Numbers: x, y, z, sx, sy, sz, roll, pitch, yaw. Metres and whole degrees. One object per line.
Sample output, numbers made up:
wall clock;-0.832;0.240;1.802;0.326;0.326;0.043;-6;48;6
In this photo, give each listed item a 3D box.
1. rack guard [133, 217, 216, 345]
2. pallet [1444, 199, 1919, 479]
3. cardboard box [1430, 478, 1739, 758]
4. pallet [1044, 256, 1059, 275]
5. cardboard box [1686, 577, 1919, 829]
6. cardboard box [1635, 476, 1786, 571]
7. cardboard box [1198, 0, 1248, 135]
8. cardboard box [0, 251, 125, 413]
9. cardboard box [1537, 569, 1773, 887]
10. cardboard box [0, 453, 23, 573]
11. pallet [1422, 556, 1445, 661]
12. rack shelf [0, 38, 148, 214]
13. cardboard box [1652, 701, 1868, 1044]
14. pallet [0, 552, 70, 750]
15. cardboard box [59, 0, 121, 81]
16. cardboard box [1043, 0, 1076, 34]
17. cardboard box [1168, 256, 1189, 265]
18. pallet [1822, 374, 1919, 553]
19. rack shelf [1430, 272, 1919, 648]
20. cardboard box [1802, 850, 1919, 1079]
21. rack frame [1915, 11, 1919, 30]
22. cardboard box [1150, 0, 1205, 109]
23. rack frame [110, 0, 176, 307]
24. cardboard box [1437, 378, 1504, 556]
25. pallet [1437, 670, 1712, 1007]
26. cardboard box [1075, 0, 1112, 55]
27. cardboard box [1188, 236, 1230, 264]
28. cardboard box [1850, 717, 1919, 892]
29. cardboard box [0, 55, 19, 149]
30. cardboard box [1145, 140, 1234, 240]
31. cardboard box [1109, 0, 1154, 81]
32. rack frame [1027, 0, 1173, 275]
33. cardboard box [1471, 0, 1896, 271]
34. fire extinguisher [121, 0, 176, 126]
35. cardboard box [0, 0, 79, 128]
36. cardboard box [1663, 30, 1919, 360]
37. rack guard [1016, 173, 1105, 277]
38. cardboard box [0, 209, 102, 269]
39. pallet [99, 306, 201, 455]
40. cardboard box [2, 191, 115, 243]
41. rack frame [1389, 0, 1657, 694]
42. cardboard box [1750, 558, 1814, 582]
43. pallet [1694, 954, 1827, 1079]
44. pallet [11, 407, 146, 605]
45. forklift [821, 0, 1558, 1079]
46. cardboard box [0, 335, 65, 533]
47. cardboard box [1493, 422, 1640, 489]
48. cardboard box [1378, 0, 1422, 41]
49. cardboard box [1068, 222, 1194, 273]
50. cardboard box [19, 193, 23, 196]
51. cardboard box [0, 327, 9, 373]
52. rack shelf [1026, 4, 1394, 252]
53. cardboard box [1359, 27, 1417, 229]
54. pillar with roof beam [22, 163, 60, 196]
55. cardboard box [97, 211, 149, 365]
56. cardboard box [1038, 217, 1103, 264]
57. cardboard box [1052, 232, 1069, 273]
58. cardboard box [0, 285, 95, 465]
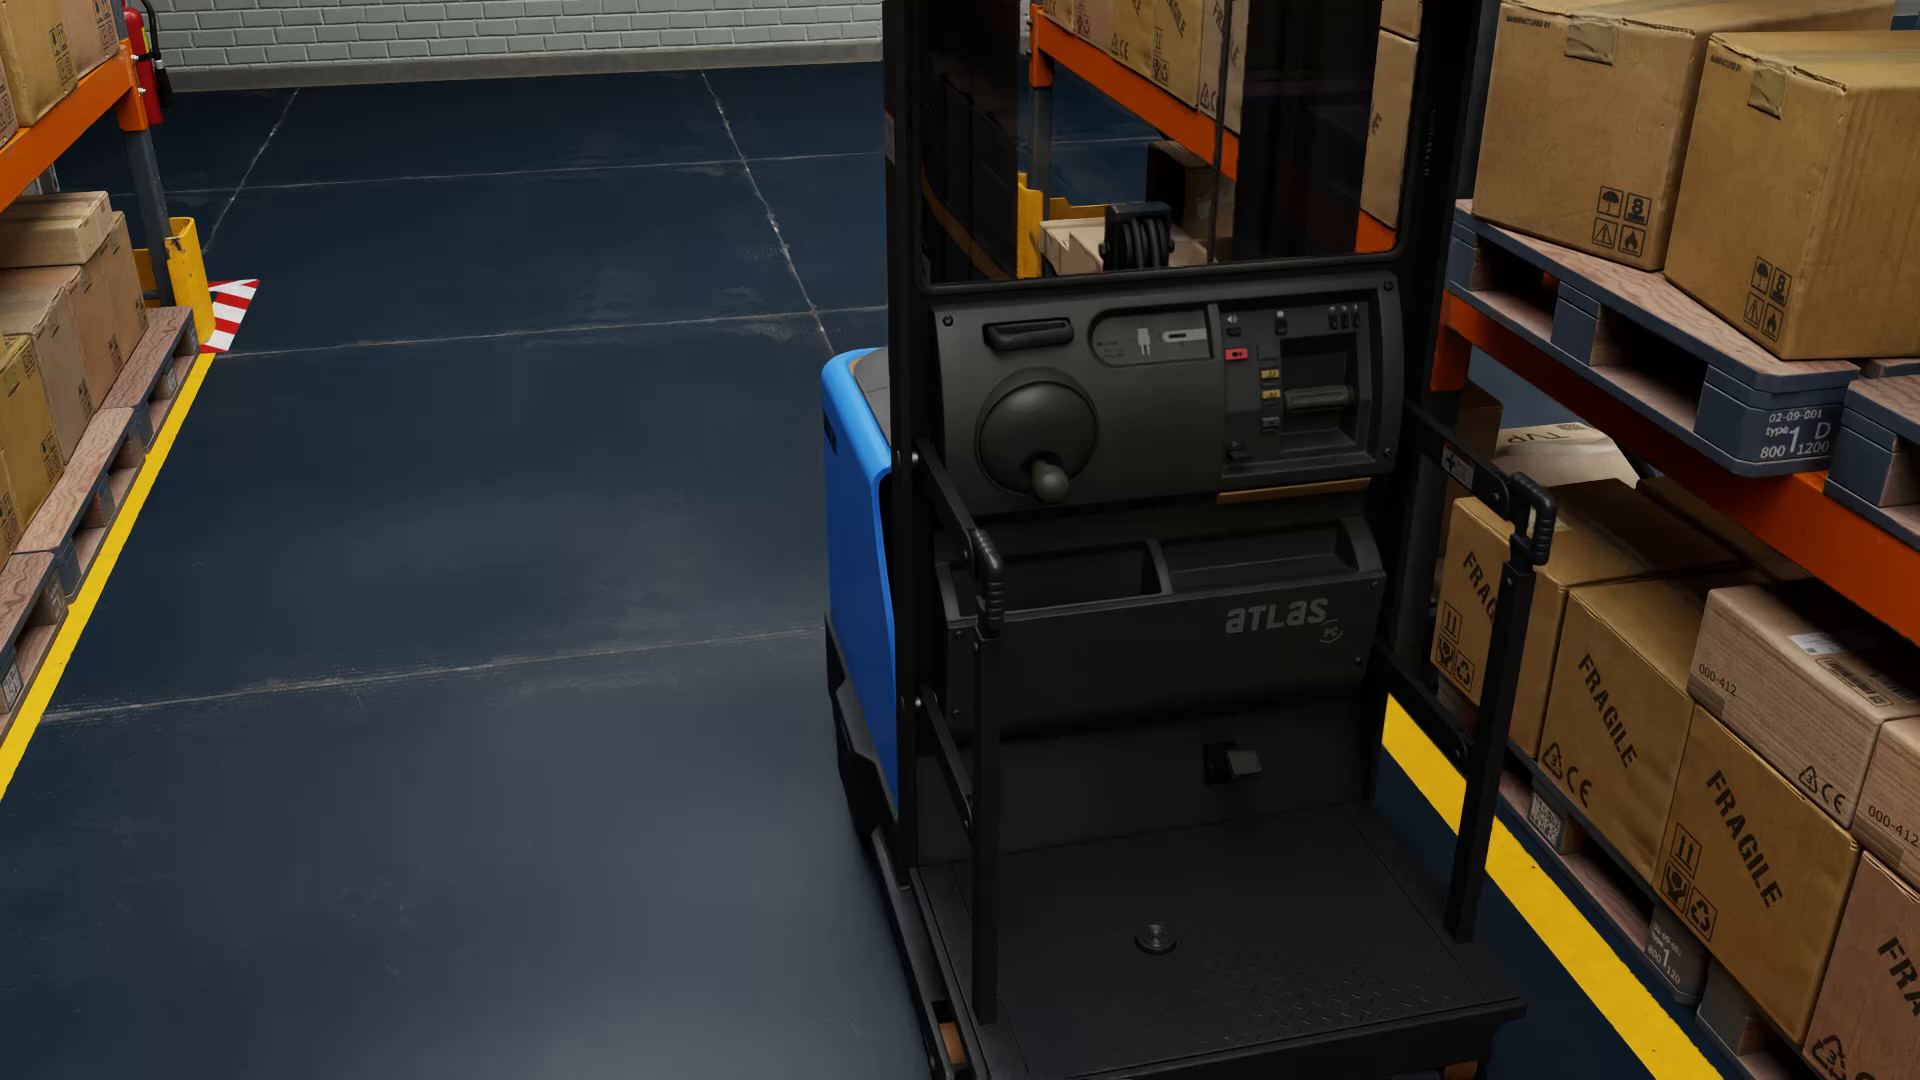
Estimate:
rack guard;-4.001;-1.113;7.400;1.175;0.500;0.348;-6;27;-12
pallet;1.805;-0.519;3.662;1.003;0.211;1.213;-6;27;-12
cardboard box;1.603;0.190;4.331;0.500;0.500;0.500;-7;28;-14
pallet;1.028;-1.094;7.684;1.003;0.211;1.213;-6;27;-12
cardboard box;1.828;0.294;3.292;0.500;0.250;0.500;-6;27;-11
cardboard box;2.122;0.140;4.429;0.500;0.500;0.500;-6;27;-12
cardboard box;1.133;-1.656;5.591;0.500;0.500;0.500;-5;27;-10
cardboard box;-3.628;-0.773;6.260;0.700;0.500;0.500;-6;27;-12
cardboard box;1.734;0.423;3.869;0.500;0.500;0.500;-6;27;-11
cardboard box;-3.273;-0.093;4.914;0.700;0.500;0.500;-6;27;-12
pallet;1.577;-0.023;5.562;1.003;0.211;1.213;-6;27;-12
rack shelf;-3.545;-1.019;5.238;1.077;0.370;4.000;-6;27;-12
cardboard box;1.839;0.643;3.433;0.500;0.500;0.500;-6;27;-11
pallet;-3.189;0.441;4.642;1.003;0.211;1.213;-6;27;-12
cardboard box;-3.871;-2.129;6.306;0.980;0.700;0.700;-5;27;-9
cardboard box;0.673;-2.546;7.354;0.500;0.500;0.500;-5;27;-11
cardboard box;0.901;-0.985;6.936;0.500;0.250;0.500;-6;27;-12
pallet;2.190;0.022;2.591;1.003;0.211;1.213;-6;27;-12
rack shelf;2.182;0.233;2.759;1.077;0.370;4.000;-6;27;-12
cardboard box;1.953;0.865;2.993;0.500;0.500;0.500;-7;28;-14
rack frame;5.657;-3.224;8.809;1.000;3.000;0.127;-6;27;-12
cardboard box;1.016;-1.880;6.034;0.500;0.500;0.500;-6;27;-11
rack frame;-3.996;-2.218;6.815;1.000;3.000;0.127;-6;27;-12
cardboard box;1.327;-0.268;5.239;0.500;0.500;0.500;-6;27;-12
pallet;1.951;0.632;4.265;1.003;0.211;1.213;-6;27;-12
cardboard box;0.794;-2.320;6.906;0.500;0.500;0.500;-6;27;-12
cardboard box;1.303;-0.873;6.433;0.797;0.503;0.637;-6;27;-12
cardboard box;1.942;0.514;2.856;0.500;0.250;0.500;-6;27;-13
cardboard box;-3.533;-1.475;5.011;0.980;0.700;0.700;-7;28;-14
cardboard box;1.192;-1.589;7.856;0.500;0.500;0.500;-6;27;-12
cardboard box;0.905;-2.099;6.469;0.500;0.500;0.500;-6;27;-12
rack frame;0.830;-2.723;7.815;1.000;3.000;0.127;-6;27;-12
cardboard box;1.620;-0.968;3.762;0.700;0.500;0.500;-16;31;-29
fire extinguisher;-3.580;-2.130;7.141;0.296;0.674;0.183;-6;27;-12
cardboard box;-3.696;-1.811;5.676;0.980;0.700;0.700;-6;27;-12
cardboard box;1.837;-0.673;3.177;0.700;0.500;0.500;-2;27;-3
rack guard;0.847;-1.573;8.312;1.175;0.500;0.348;-6;27;-12
cardboard box;-3.476;-1.132;6.252;0.380;0.149;0.250;-5;27;-10
pallet;-3.739;-0.630;6.764;1.003;0.211;1.213;-6;27;-12
cardboard box;-3.534;-1.244;6.474;0.380;0.149;0.250;-6;27;-12
rack frame;1.731;-0.967;4.336;1.000;3.000;0.127;-6;27;-12
cardboard box;2.225;0.358;3.997;0.500;0.500;0.500;-6;27;-11
pallet;2.230;1.168;3.201;1.003;0.211;1.213;-6;27;-12
pallet;-3.468;-0.095;5.705;1.003;0.211;1.213;-6;27;-12
forklift;0.463;-0.252;2.996;1.130;2.935;3.031;-6;27;-12
cardboard box;-3.386;-0.319;5.360;0.700;0.500;0.500;-5;27;-10
cardboard box;1.847;-0.169;5.252;0.500;0.311;0.500;-6;27;-12
cardboard box;1.365;-1.653;4.476;0.500;0.500;0.500;-6;27;-11
cardboard box;0.789;-1.205;7.371;0.500;0.250;0.500;-6;27;-12
cardboard box;-3.963;-1.317;6.618;0.380;0.149;0.250;-6;27;-11
cardboard box;-3.180;-0.560;5.118;0.380;0.149;0.250;-7;28;-13
rack shelf;1.281;-1.523;6.238;1.077;0.370;4.000;-6;27;-12
cardboard box;1.369;-1.205;4.697;0.500;0.500;0.500;-6;27;-11
pillar with roof beam;-1.253;-6.431;8.504;9.100;9.000;0.400;-6;27;-12
cardboard box;-3.740;-0.992;6.695;0.700;0.500;0.500;-6;27;-12
cardboard box;0.589;-1.428;7.925;0.380;0.149;0.250;-6;27;-12
cardboard box;0.646;-1.326;7.704;0.380;0.166;0.250;-6;27;-12
cardboard box;-3.514;-0.552;5.823;0.700;0.500;0.500;-7;28;-13
